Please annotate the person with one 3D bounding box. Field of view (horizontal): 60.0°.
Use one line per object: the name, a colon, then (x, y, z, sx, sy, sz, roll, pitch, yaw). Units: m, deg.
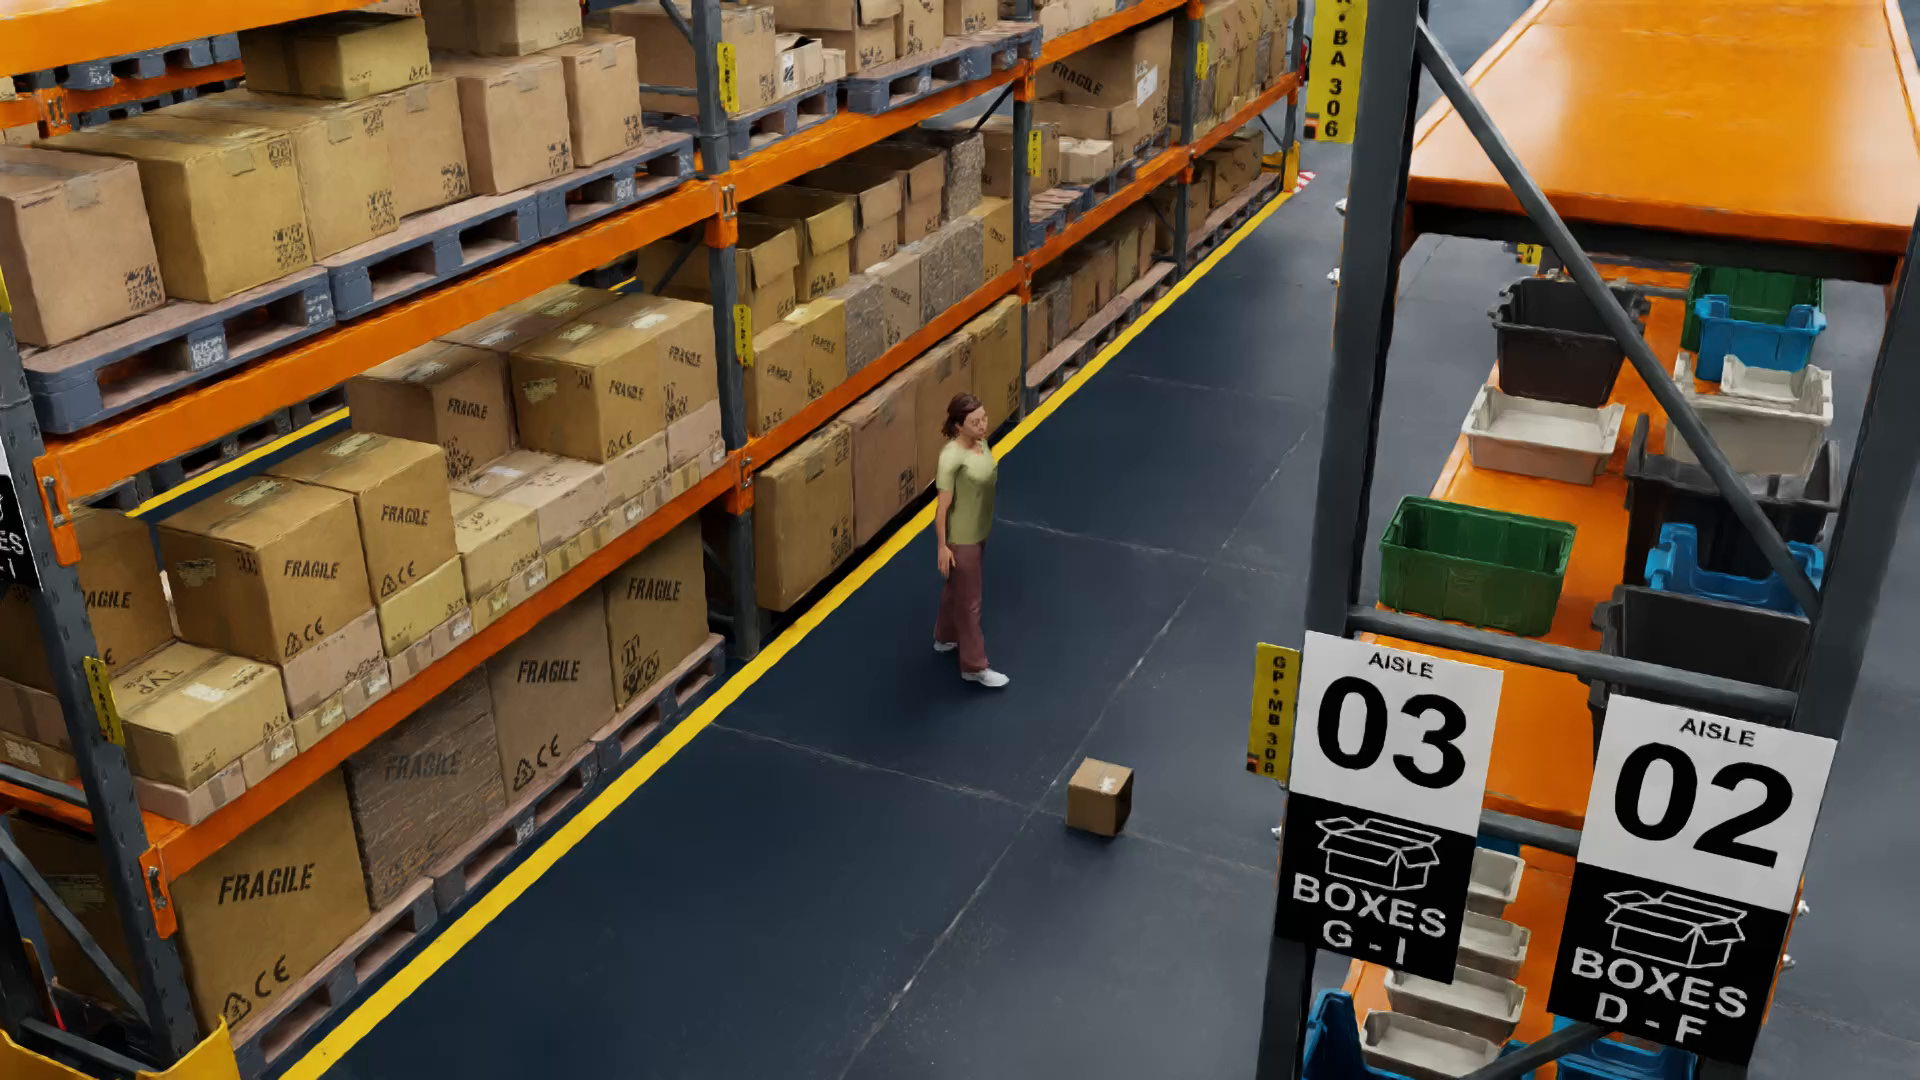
person: (0.057, -0.018, 9.123, 0.577, 1.667, 0.620, 12, 28, 22)
